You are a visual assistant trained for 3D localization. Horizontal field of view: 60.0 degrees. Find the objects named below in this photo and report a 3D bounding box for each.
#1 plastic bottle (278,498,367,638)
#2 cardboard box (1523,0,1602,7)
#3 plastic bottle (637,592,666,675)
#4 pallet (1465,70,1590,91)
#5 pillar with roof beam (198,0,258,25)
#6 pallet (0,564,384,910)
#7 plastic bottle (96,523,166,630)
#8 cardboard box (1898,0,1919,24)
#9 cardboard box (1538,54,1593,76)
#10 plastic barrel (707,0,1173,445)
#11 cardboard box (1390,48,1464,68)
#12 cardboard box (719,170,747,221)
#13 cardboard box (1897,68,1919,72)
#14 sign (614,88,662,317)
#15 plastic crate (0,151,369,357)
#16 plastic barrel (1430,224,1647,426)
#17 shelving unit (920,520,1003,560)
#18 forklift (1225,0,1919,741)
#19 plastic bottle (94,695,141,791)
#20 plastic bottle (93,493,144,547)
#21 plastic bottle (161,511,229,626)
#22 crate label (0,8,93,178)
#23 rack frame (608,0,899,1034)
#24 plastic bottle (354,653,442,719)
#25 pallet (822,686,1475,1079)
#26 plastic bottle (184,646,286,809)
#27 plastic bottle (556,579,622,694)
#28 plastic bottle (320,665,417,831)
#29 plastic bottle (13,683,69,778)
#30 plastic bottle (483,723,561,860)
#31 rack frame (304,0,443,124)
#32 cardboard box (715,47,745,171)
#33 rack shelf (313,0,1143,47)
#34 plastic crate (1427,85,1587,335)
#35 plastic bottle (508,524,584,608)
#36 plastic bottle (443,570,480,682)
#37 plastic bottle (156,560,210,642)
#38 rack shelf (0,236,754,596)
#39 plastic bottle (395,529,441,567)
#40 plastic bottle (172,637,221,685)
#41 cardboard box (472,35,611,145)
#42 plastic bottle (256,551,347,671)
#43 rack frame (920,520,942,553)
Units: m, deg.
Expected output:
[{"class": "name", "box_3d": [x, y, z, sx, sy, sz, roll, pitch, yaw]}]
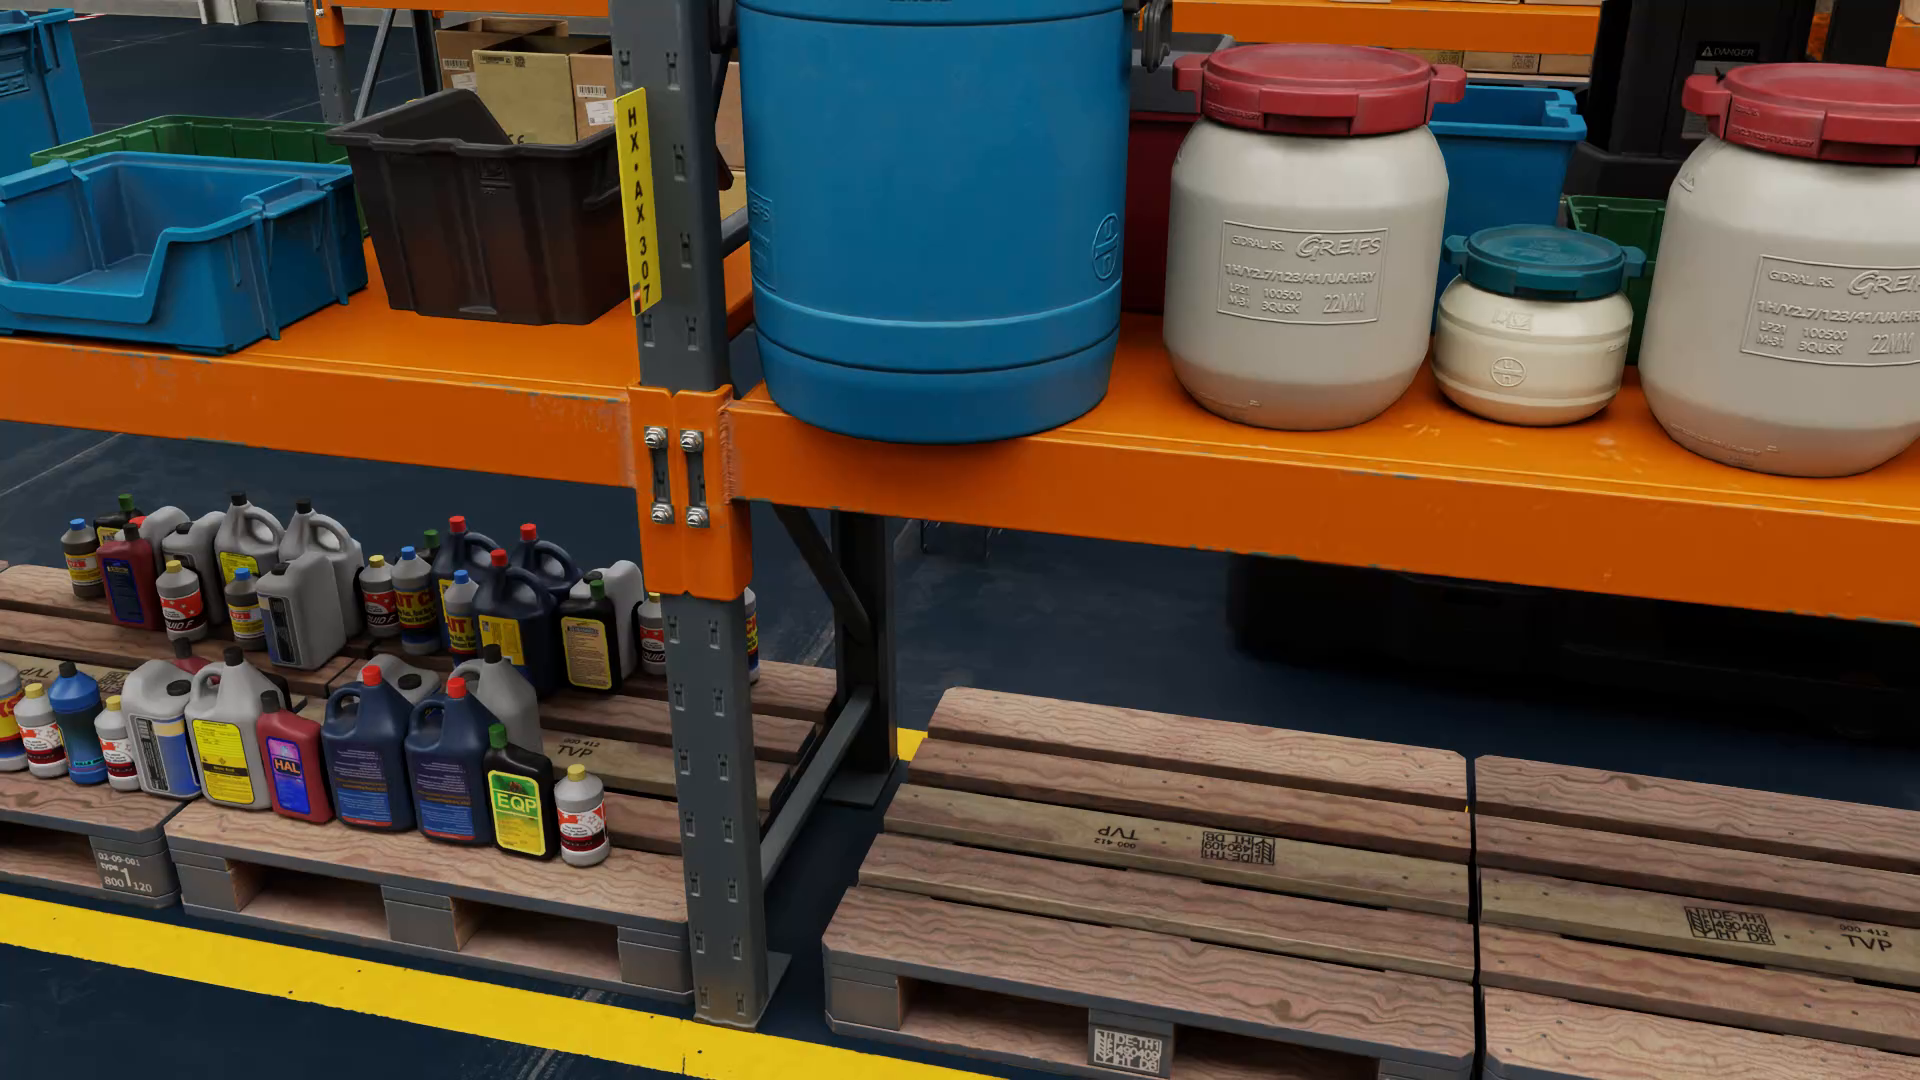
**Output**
[{"class": "plastic bottle", "box_3d": [-1.609, 0.063, 4.197, 0.185, 0.351, 0.144, 6, 26, 13]}, {"class": "cardboard box", "box_3d": [2.637, -2.517, 6.931, 0.500, 0.500, 0.500, 6, 26, 13]}, {"class": "plastic bottle", "box_3d": [-0.732, 0.217, 4.048, 0.097, 0.201, 0.097, 0, 25, 0]}, {"class": "pallet", "box_3d": [4.071, -3.262, 11.856, 1.213, 0.211, 1.003, 6, 26, 13]}, {"class": "pillar with roof beam", "box_3d": [-7.732, -7.006, 9.497, 0.400, 9.000, 9.100, 6, 26, 13]}, {"class": "pallet", "box_3d": [-2.161, 0.431, 4.099, 1.213, 0.211, 1.003, 6, 26, 13]}, {"class": "plastic bottle", "box_3d": [-2.110, 0.087, 4.225, 0.133, 0.283, 0.061, 6, 26, 13]}, {"class": "cardboard box", "box_3d": [3.836, -2.110, 6.486, 0.250, 0.149, 0.380, 6, 26, 13]}, {"class": "cardboard box", "box_3d": [4.337, -3.576, 11.667, 0.500, 0.500, 0.700, 6, 26, 13]}, {"class": "plastic barrel", "box_3d": [-0.037, -0.668, 2.580, 0.708, 0.901, 0.600, 6, 26, 13]}, {"class": "cardboard box", "box_3d": [3.362, -3.697, 11.923, 0.500, 0.500, 0.700, 6, 26, 12]}, {"class": "cardboard box", "box_3d": [-1.056, -1.736, 8.117, 0.500, 0.250, 0.500, 6, 26, 13]}, {"class": "cardboard box", "box_3d": [6.685, -3.391, 10.895, 0.750, 0.750, 0.750, 6, 26, 12]}, {"class": "sign", "box_3d": [-0.483, -0.506, 2.502, 0.005, 0.325, 0.100, 6, 26, 13]}, {"class": "plastic crate", "box_3d": [-1.475, -0.547, 3.083, 0.616, 0.251, 0.499, 6, 26, 13]}, {"class": "plastic barrel", "box_3d": [0.908, -0.341, 2.638, 0.301, 0.262, 0.301, 0, 25, 0]}, {"class": "shelving unit", "box_3d": [0.008, -0.405, 5.055, 0.210, 0.900, 0.258, 6, 26, 13]}, {"class": "forklift", "box_3d": [2.314, -1.054, 4.055, 3.031, 2.935, 1.130, 7, 26, 14]}, {"class": "plastic bottle", "box_3d": [-1.807, 0.431, 3.598, 0.097, 0.201, 0.097, 0, 25, 0]}, {"class": "plastic bottle", "box_3d": [-2.204, 0.009, 4.389, 0.133, 0.283, 0.061, 7, 26, 14]}, {"class": "plastic bottle", "box_3d": [-1.950, 0.061, 4.289, 0.135, 0.276, 0.152, 6, 26, 12]}, {"class": "crate label", "box_3d": [-2.360, -0.969, 3.754, 0.616, 0.435, 0.502, 6, 26, 13]}, {"class": "rack frame", "box_3d": [-0.336, -0.609, 3.040, 0.127, 3.000, 1.000, 6, 26, 13]}, {"class": "plastic bottle", "box_3d": [-1.204, 0.388, 3.602, 0.135, 0.276, 0.152, 6, 26, 13]}, {"class": "pallet", "box_3d": [0.435, 0.718, 3.497, 1.213, 0.211, 1.003, 6, 26, 13]}, {"class": "plastic bottle", "box_3d": [-1.530, 0.384, 3.523, 0.185, 0.351, 0.144, 6, 26, 13]}, {"class": "plastic bottle", "box_3d": [-0.881, 0.223, 3.940, 0.133, 0.283, 0.061, 6, 26, 13]}, {"class": "plastic bottle", "box_3d": [-1.217, 0.419, 3.451, 0.185, 0.351, 0.144, 5, 26, 10]}, {"class": "plastic bottle", "box_3d": [-2.007, 0.409, 3.644, 0.097, 0.201, 0.097, 0, 25, 0]}, {"class": "plastic bottle", "box_3d": [-0.884, 0.505, 3.349, 0.133, 0.283, 0.061, 8, 27, 16]}, {"class": "rack frame", "box_3d": [-2.972, -3.099, 8.270, 0.127, 3.000, 1.000, 6, 26, 13]}, {"class": "cardboard box", "box_3d": [-1.056, -2.074, 7.955, 0.500, 0.500, 0.500, 6, 26, 13]}, {"class": "rack shelf", "box_3d": [-1.035, -2.560, 7.975, 4.000, 0.370, 1.077, 6, 26, 13]}, {"class": "plastic crate", "box_3d": [0.810, -0.613, 3.067, 0.575, 0.384, 0.392, 6, 26, 13]}, {"class": "plastic bottle", "box_3d": [-1.014, 0.129, 4.059, 0.185, 0.351, 0.144, 7, 26, 14]}, {"class": "plastic bottle", "box_3d": [-1.185, 0.200, 4.003, 0.097, 0.271, 0.097, 0, 25, 0]}, {"class": "plastic bottle", "box_3d": [-1.963, 0.149, 4.192, 0.097, 0.201, 0.097, 0, 25, 0]}, {"class": "rack shelf", "box_3d": [-2.273, -0.498, 3.644, 4.000, 0.370, 1.077, 6, 26, 13]}, {"class": "plastic bottle", "box_3d": [-1.346, 0.104, 4.190, 0.133, 0.283, 0.061, 7, 26, 15]}, {"class": "plastic bottle", "box_3d": [-1.660, 0.351, 3.671, 0.133, 0.283, 0.061, 6, 26, 13]}, {"class": "cardboard box", "box_3d": [-2.024, -2.183, 8.184, 0.500, 0.500, 0.500, 6, 26, 13]}, {"class": "plastic bottle", "box_3d": [-1.621, 0.162, 4.078, 0.135, 0.276, 0.152, 6, 26, 13]}, {"class": "rack frame", "box_3d": [-0.091, -0.416, 5.078, 0.006, 0.900, 0.240, 6, 26, 13]}]
